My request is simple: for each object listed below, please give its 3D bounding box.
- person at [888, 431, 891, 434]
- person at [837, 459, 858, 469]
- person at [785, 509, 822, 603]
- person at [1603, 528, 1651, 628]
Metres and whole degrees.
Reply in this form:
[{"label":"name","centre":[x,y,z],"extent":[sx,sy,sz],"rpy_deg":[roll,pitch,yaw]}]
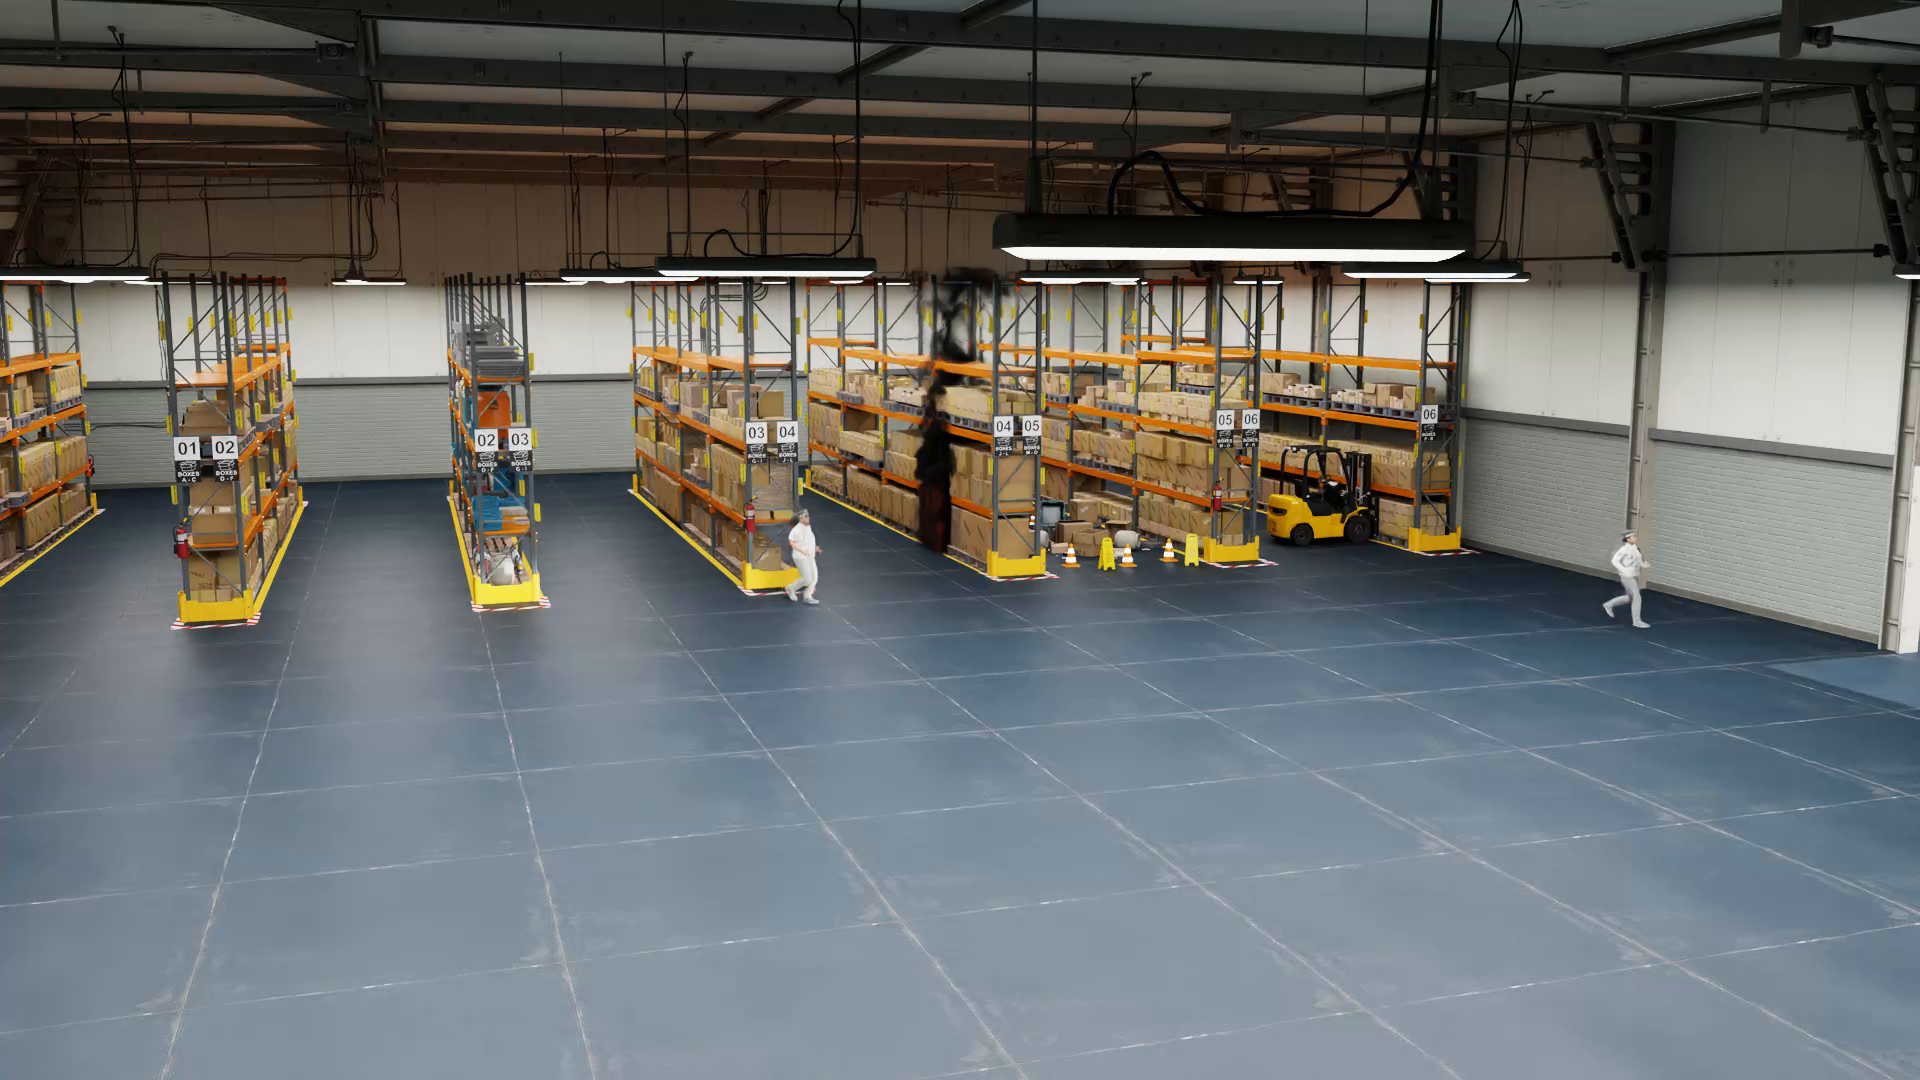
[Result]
[{"label":"person","centre":[-1.967,-2.229,47.033],"extent":[0.699,1.736,0.619],"rpy_deg":[-4,10,-27]},{"label":"person","centre":[-3.524,-2.681,49.838],"extent":[0.967,1.735,0.719],"rpy_deg":[7,11,38]},{"label":"person","centre":[-2.876,0.292,30.387],"extent":[0.623,1.746,0.689],"rpy_deg":[3,9,20]},{"label":"person","centre":[11.394,0.625,28.366],"extent":[0.862,1.667,0.625],"rpy_deg":[8,12,42]}]
